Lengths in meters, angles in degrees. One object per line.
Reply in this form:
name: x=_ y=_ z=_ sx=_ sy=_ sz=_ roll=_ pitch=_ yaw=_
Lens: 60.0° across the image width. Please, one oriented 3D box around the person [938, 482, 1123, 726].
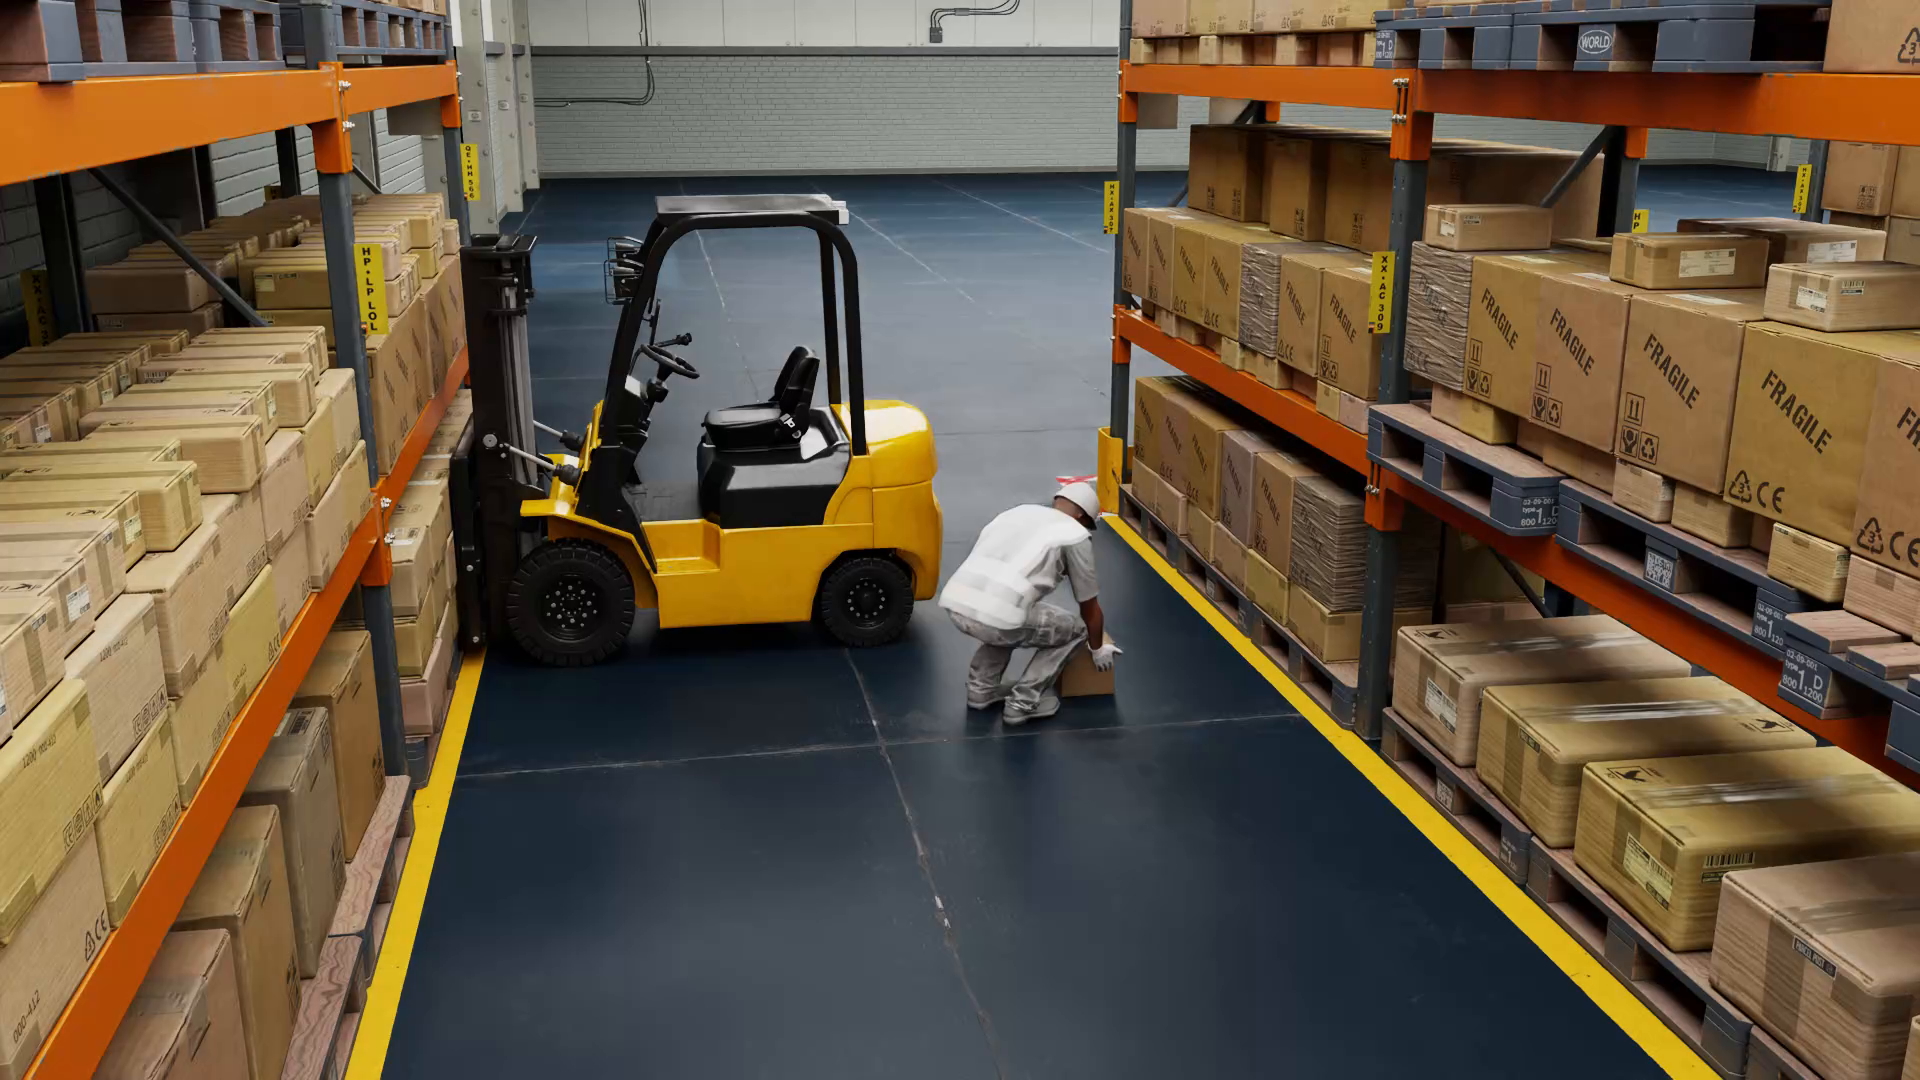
person: x=0.300 y=0.273 z=7.517 sx=0.900 sy=0.975 sz=0.574 roll=-13 pitch=21 yaw=-38
